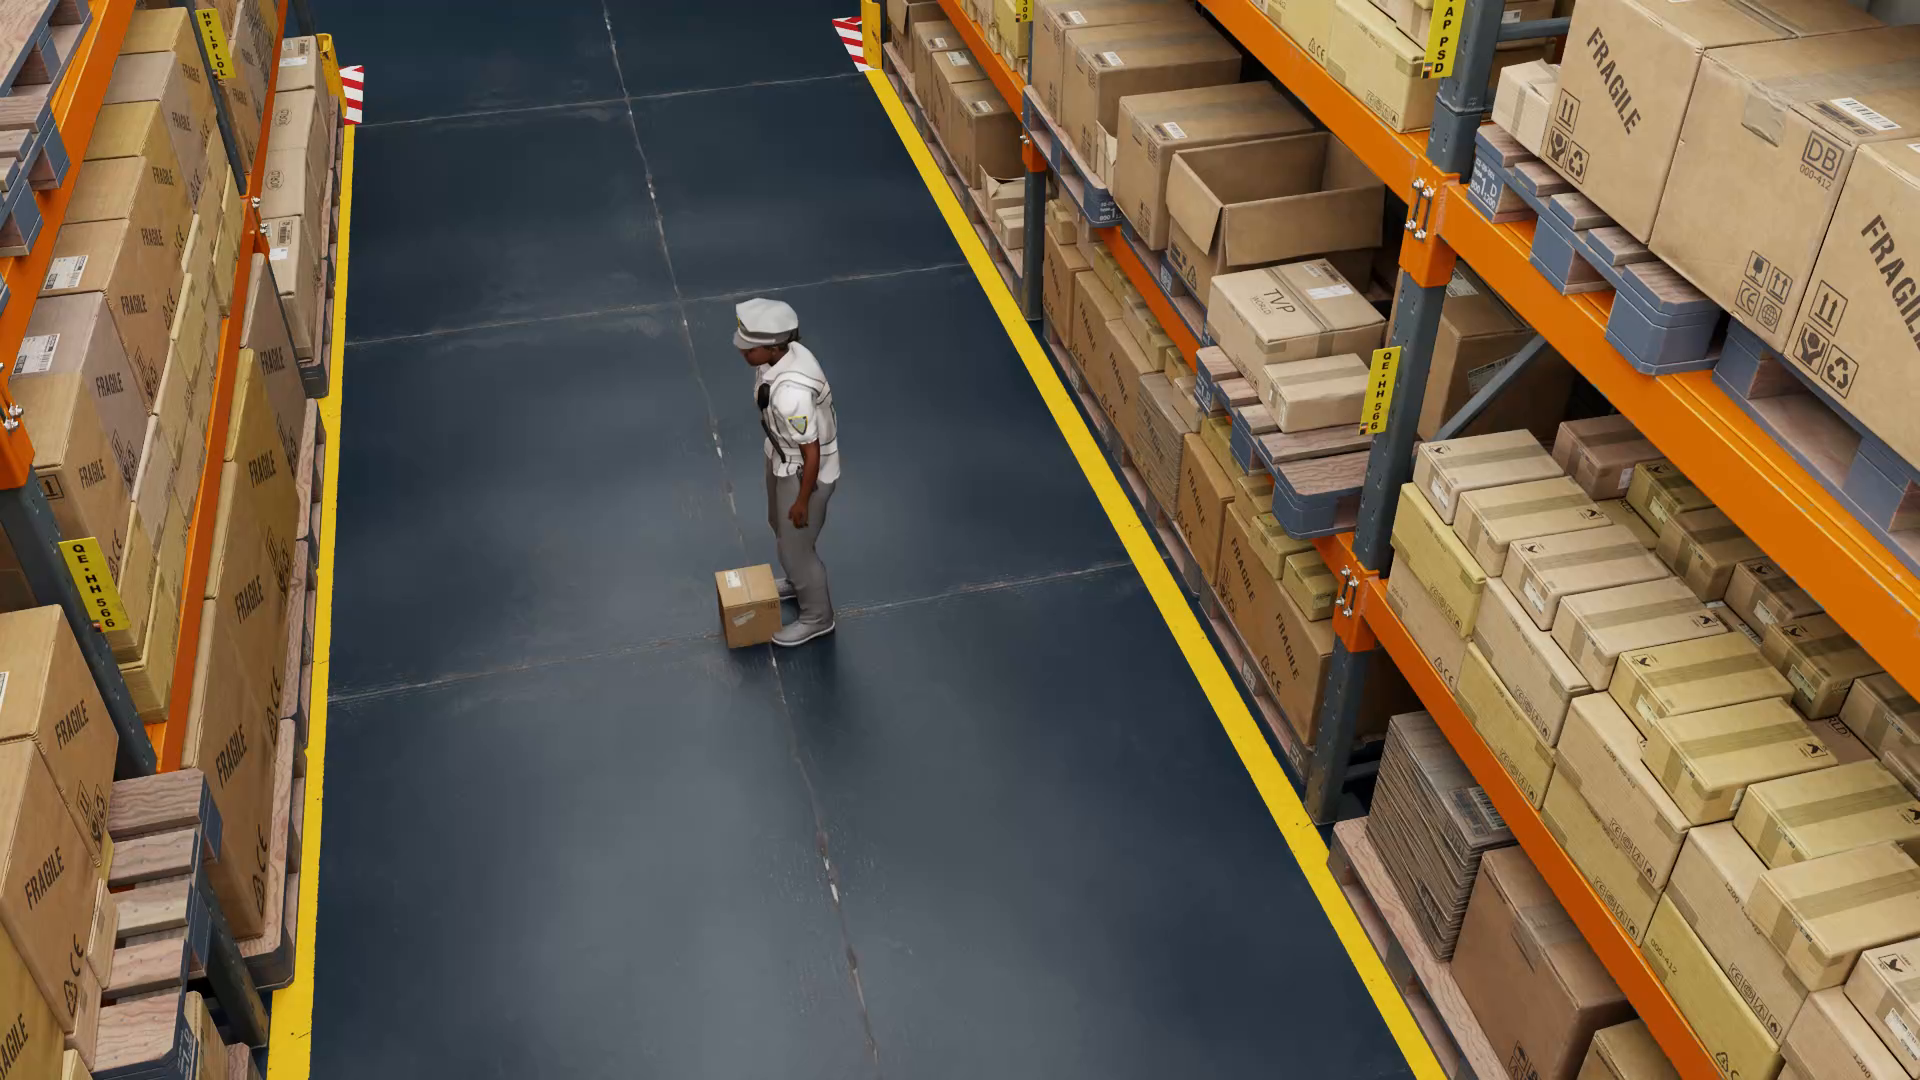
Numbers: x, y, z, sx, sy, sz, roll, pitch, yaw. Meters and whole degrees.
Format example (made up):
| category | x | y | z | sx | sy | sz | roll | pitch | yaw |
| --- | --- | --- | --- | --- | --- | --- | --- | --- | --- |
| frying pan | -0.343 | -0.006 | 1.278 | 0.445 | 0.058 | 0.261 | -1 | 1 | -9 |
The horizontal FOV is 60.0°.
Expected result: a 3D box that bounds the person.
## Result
| category | x | y | z | sx | sy | sz | roll | pitch | yaw |
| --- | --- | --- | --- | --- | --- | --- | --- | --- | --- |
| person | -0.719 | -0.294 | 7.085 | 0.398 | 1.657 | 0.530 | -11 | 40 | -14 |
